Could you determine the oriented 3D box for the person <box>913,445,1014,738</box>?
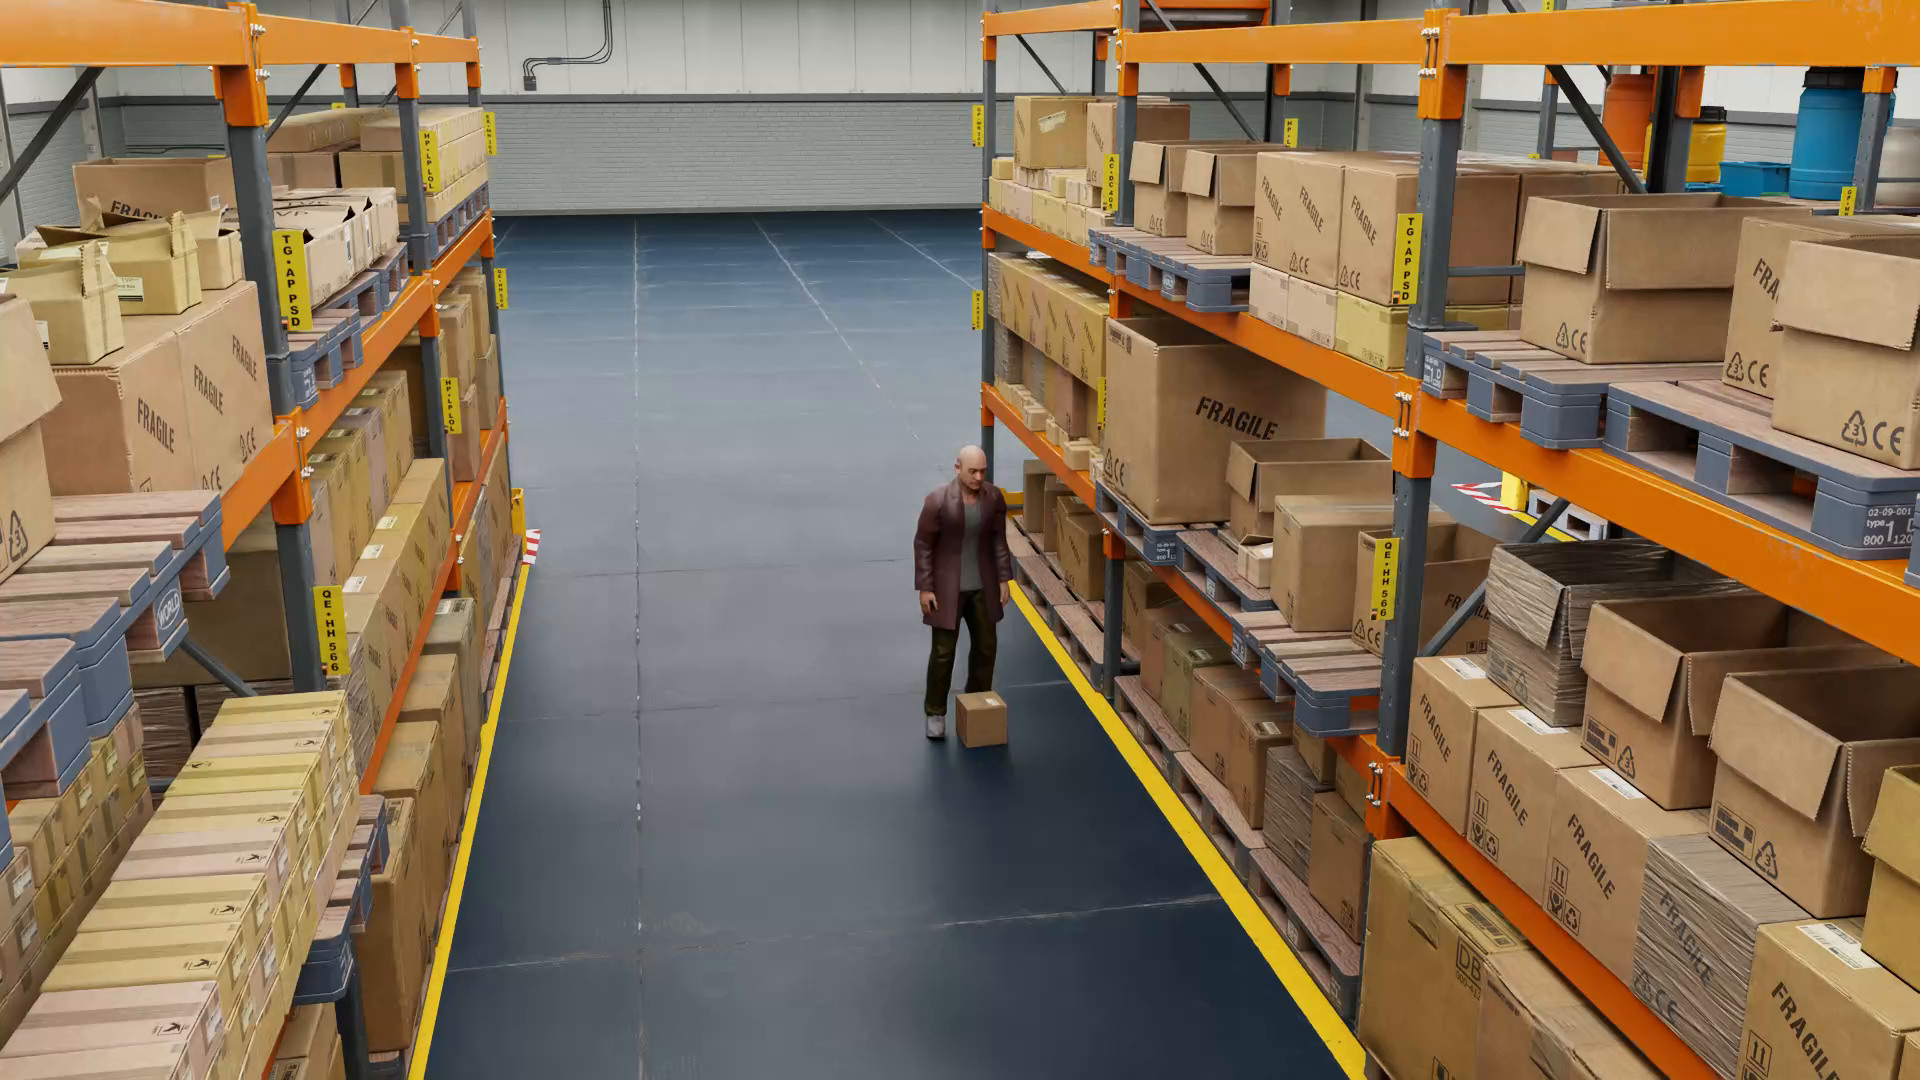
[{"bbox_3d":[0.029,0.288,10.066,0.646,1.772,0.433,-7,17,-22],"label":"person"}]
